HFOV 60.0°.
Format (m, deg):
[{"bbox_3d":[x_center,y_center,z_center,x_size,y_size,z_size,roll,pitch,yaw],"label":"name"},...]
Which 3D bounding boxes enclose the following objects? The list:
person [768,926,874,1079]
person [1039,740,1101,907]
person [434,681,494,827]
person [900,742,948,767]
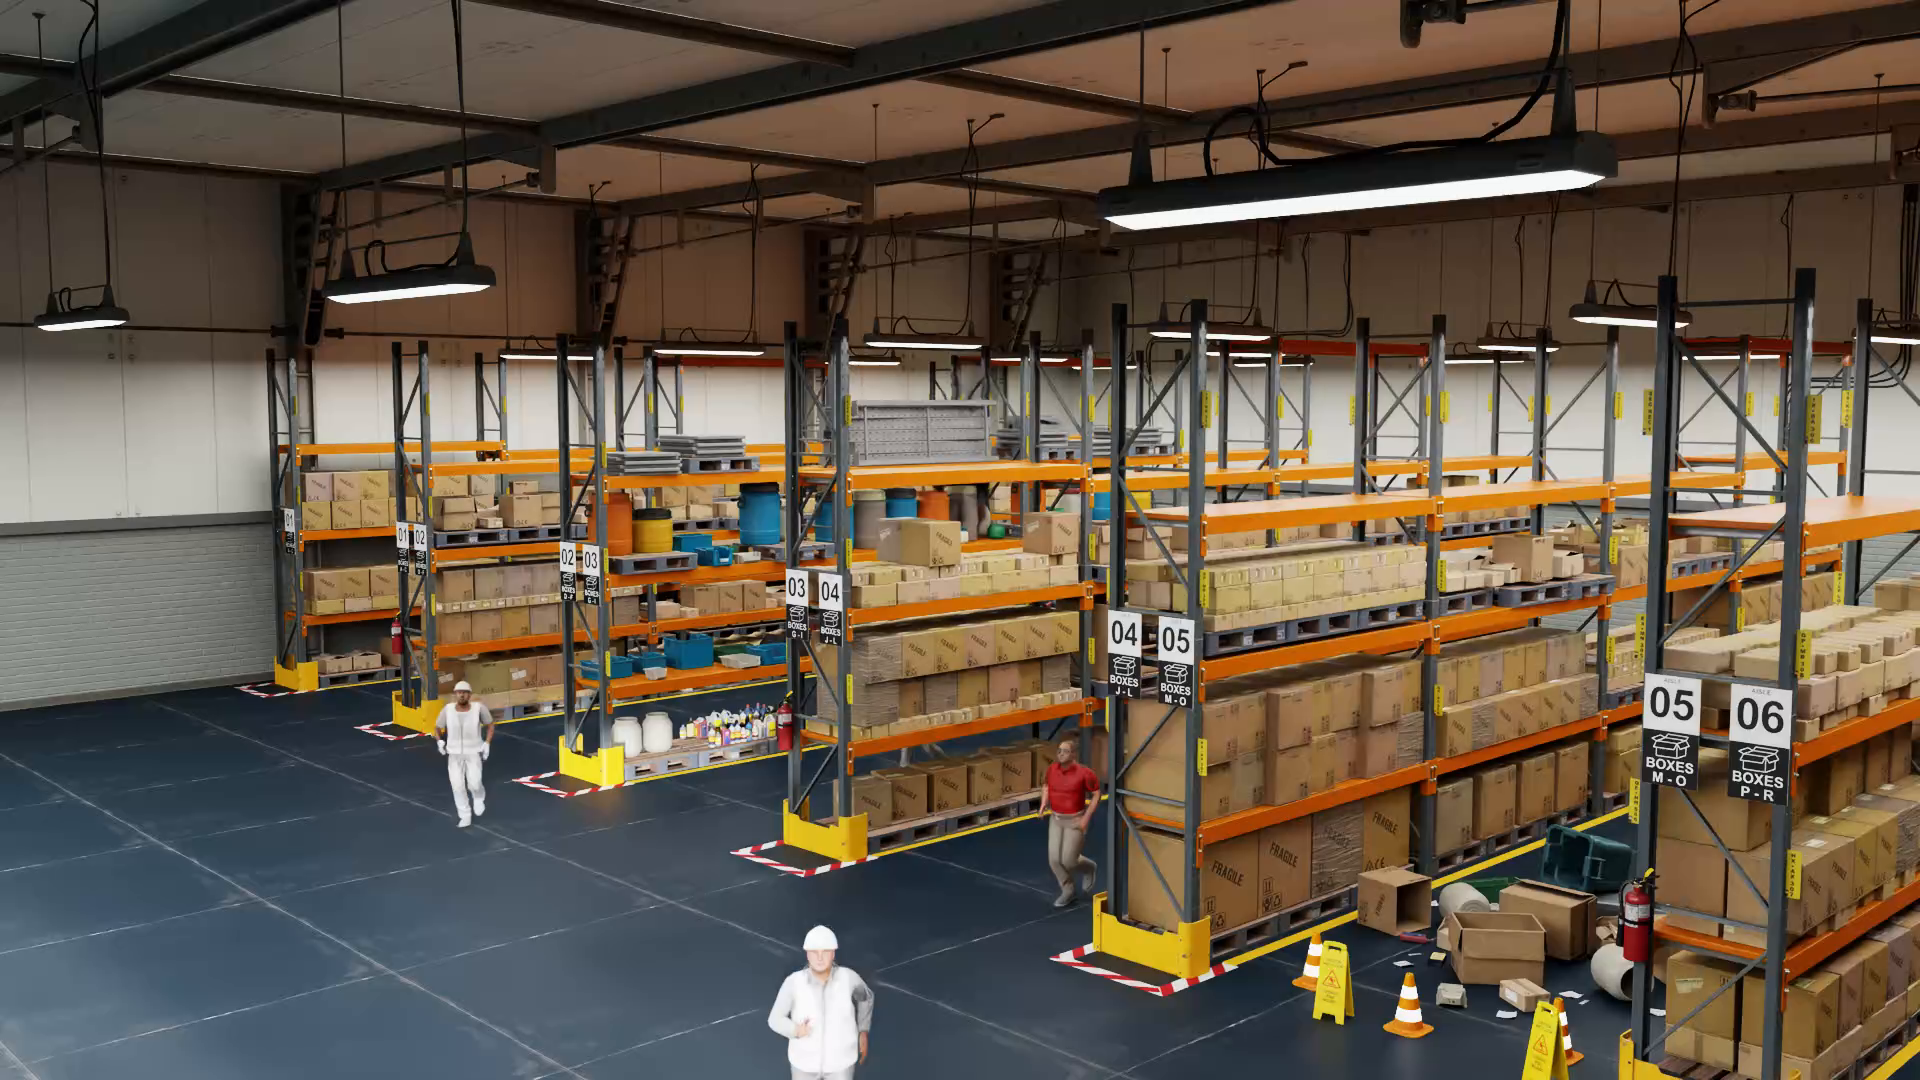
[{"bbox_3d":[-0.887,3.335,10.667,0.676,1.766,0.931,0,5,-3],"label":"person"},{"bbox_3d":[1.116,2.866,16.958,0.672,1.688,0.617,4,6,36],"label":"person"},{"bbox_3d":[-5.983,2.560,20.045,0.701,1.744,0.593,-1,5,-8],"label":"person"},{"bbox_3d":[-0.526,2.361,21.907,0.700,1.754,0.989,4,7,42],"label":"person"}]
